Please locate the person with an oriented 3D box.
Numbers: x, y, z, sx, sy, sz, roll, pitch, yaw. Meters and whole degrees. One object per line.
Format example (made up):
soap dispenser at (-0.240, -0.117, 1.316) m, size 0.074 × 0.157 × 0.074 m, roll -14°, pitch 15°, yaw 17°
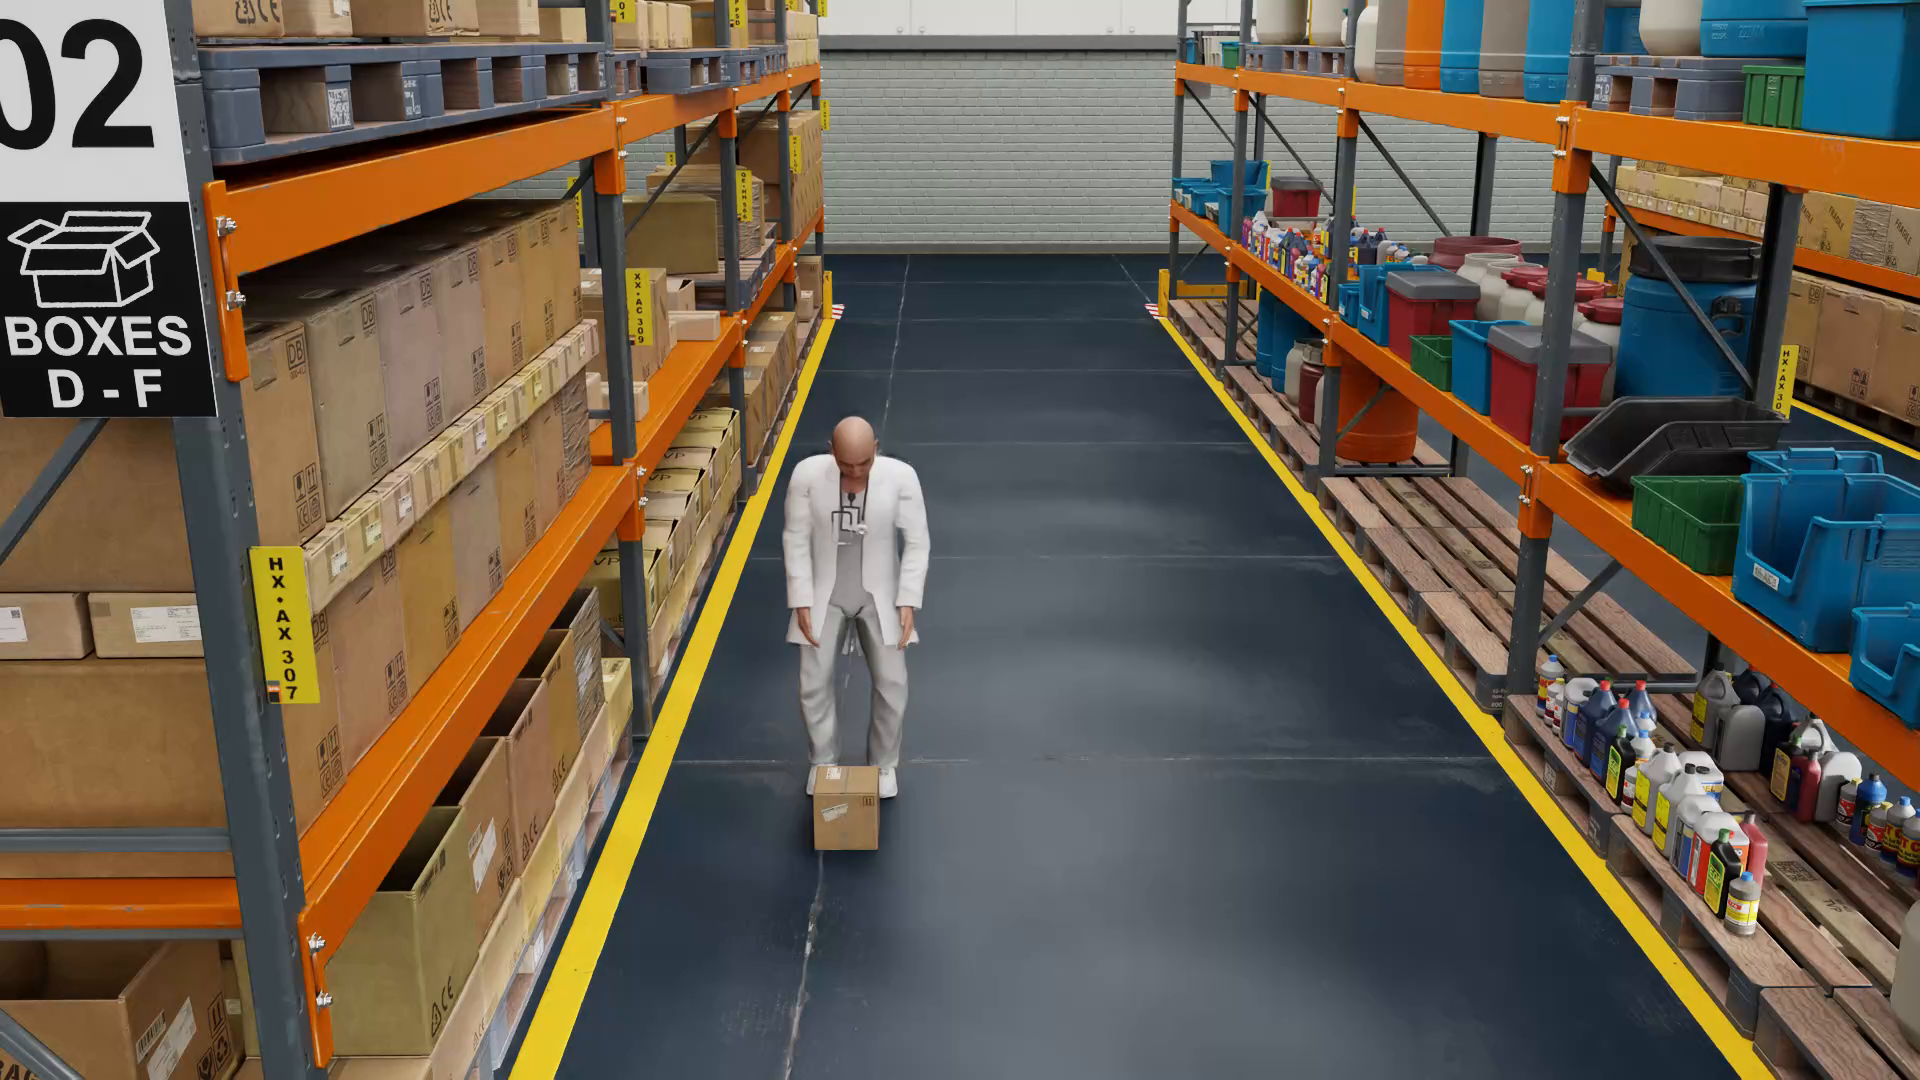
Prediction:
person at (-0.427, 0.338, 6.965) m, size 0.611 × 1.492 × 0.522 m, roll 0°, pitch 17°, yaw 1°
